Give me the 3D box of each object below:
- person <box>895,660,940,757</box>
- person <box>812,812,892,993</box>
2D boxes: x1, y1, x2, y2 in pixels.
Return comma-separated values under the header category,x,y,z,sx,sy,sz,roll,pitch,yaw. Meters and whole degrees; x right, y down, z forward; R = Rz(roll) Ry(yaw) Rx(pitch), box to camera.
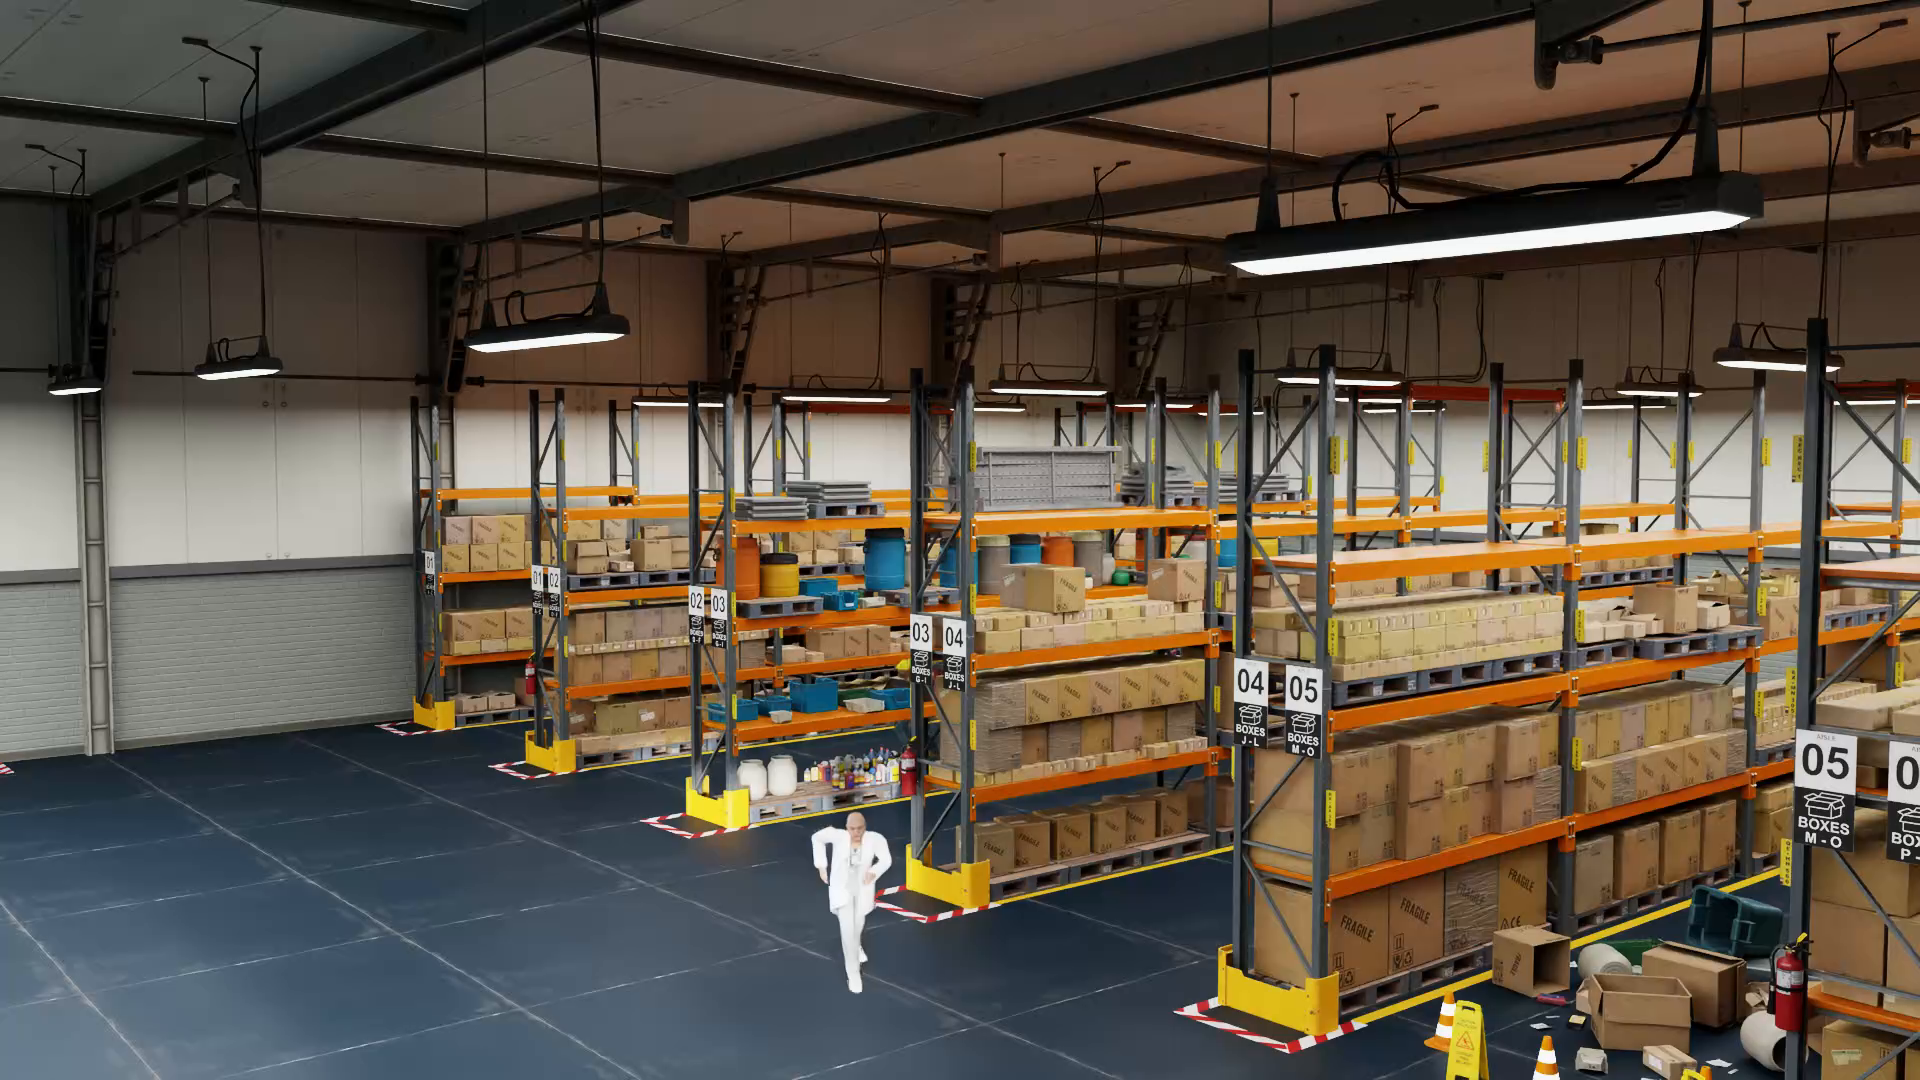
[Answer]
category,x,y,z,sx,sy,sz,roll,pitch,yaw
person,-0.665,2.754,26.823,0.868,1.695,0.749,-2,4,-31
person,-1.047,3.413,16.019,0.753,1.724,1.060,0,3,-7
